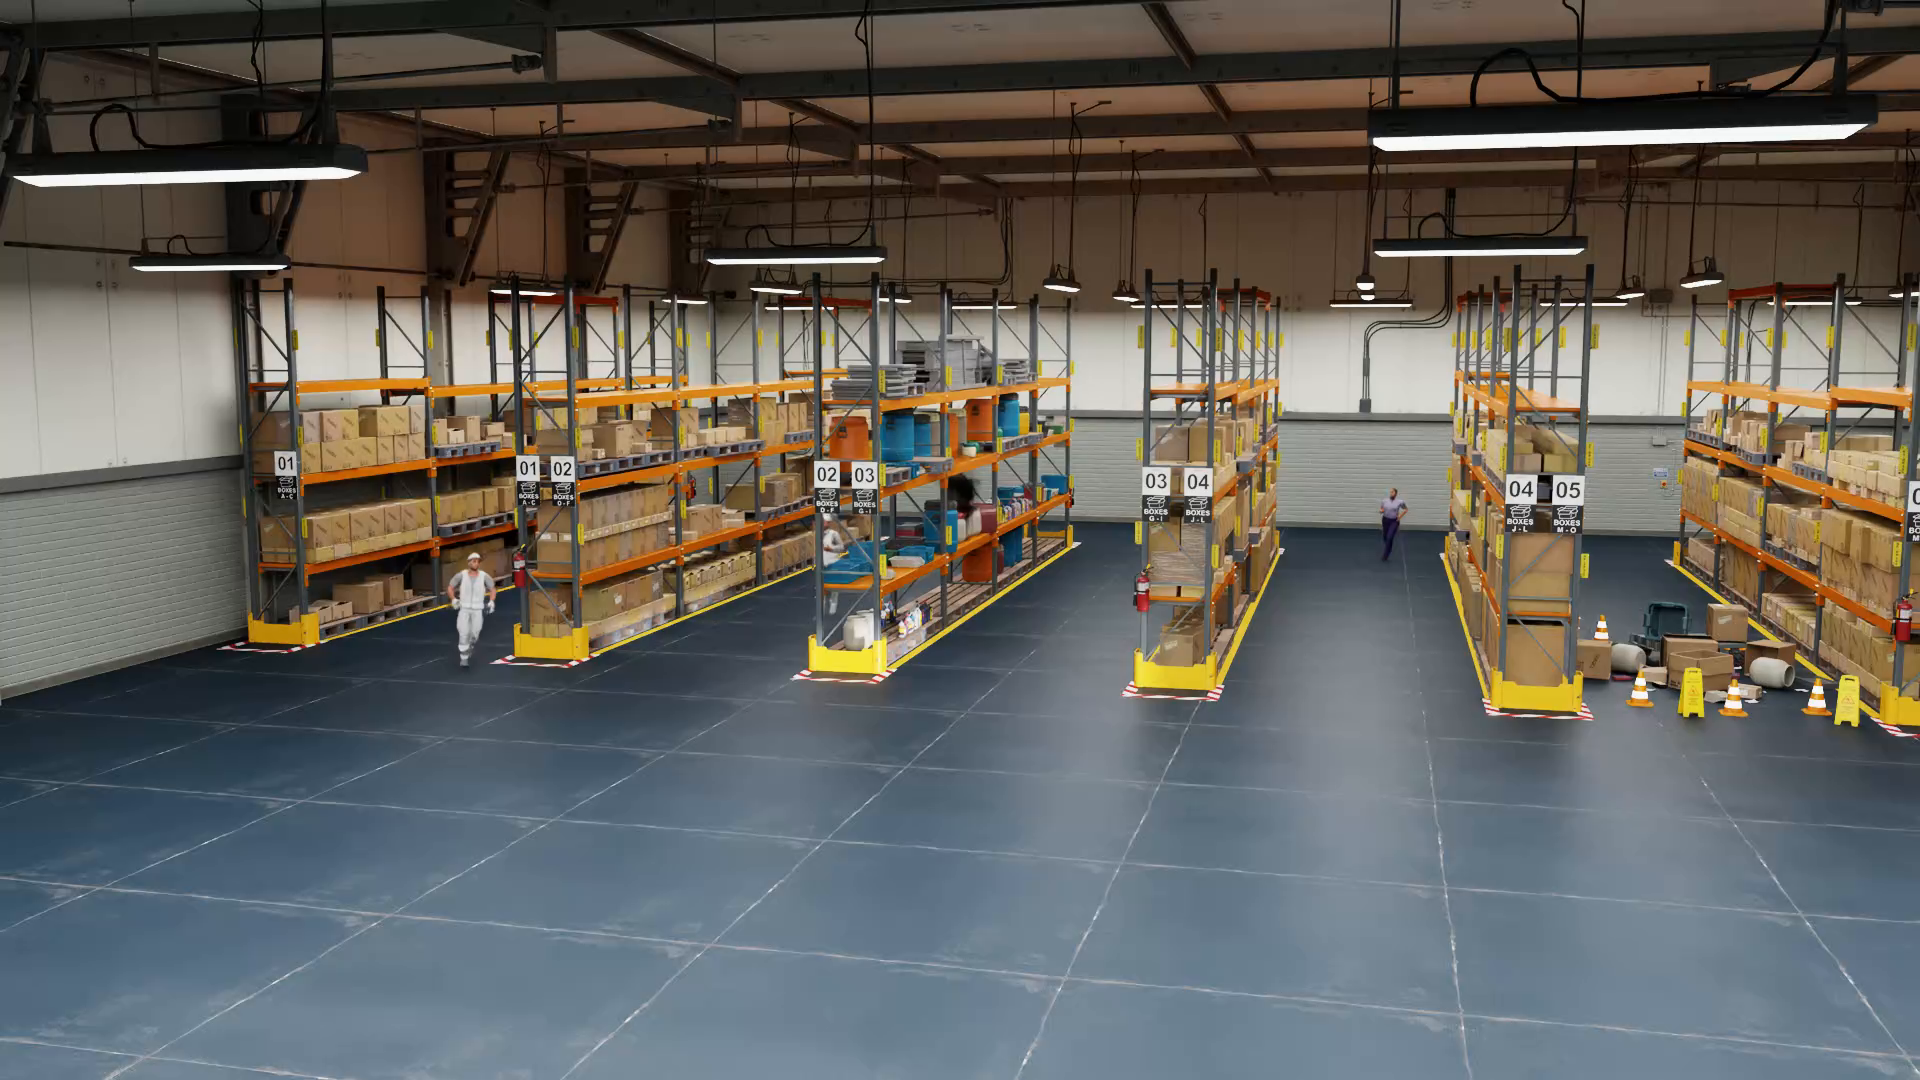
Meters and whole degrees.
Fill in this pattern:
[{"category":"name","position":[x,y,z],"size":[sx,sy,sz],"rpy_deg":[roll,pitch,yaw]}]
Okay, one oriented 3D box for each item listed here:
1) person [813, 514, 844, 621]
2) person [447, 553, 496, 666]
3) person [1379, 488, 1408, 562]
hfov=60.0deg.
[{"category":"person","position":[-2.281,0.444,28.602],"size":[0.638,1.812,0.841],"rpy_deg":[2,7,14]},{"category":"person","position":[-7.547,1.067,25.729],"size":[0.729,1.734,0.541],"rpy_deg":[-2,7,-19]},{"category":"person","position":[9.887,-0.355,38.062],"size":[0.614,1.654,0.854],"rpy_deg":[5,8,35]}]
